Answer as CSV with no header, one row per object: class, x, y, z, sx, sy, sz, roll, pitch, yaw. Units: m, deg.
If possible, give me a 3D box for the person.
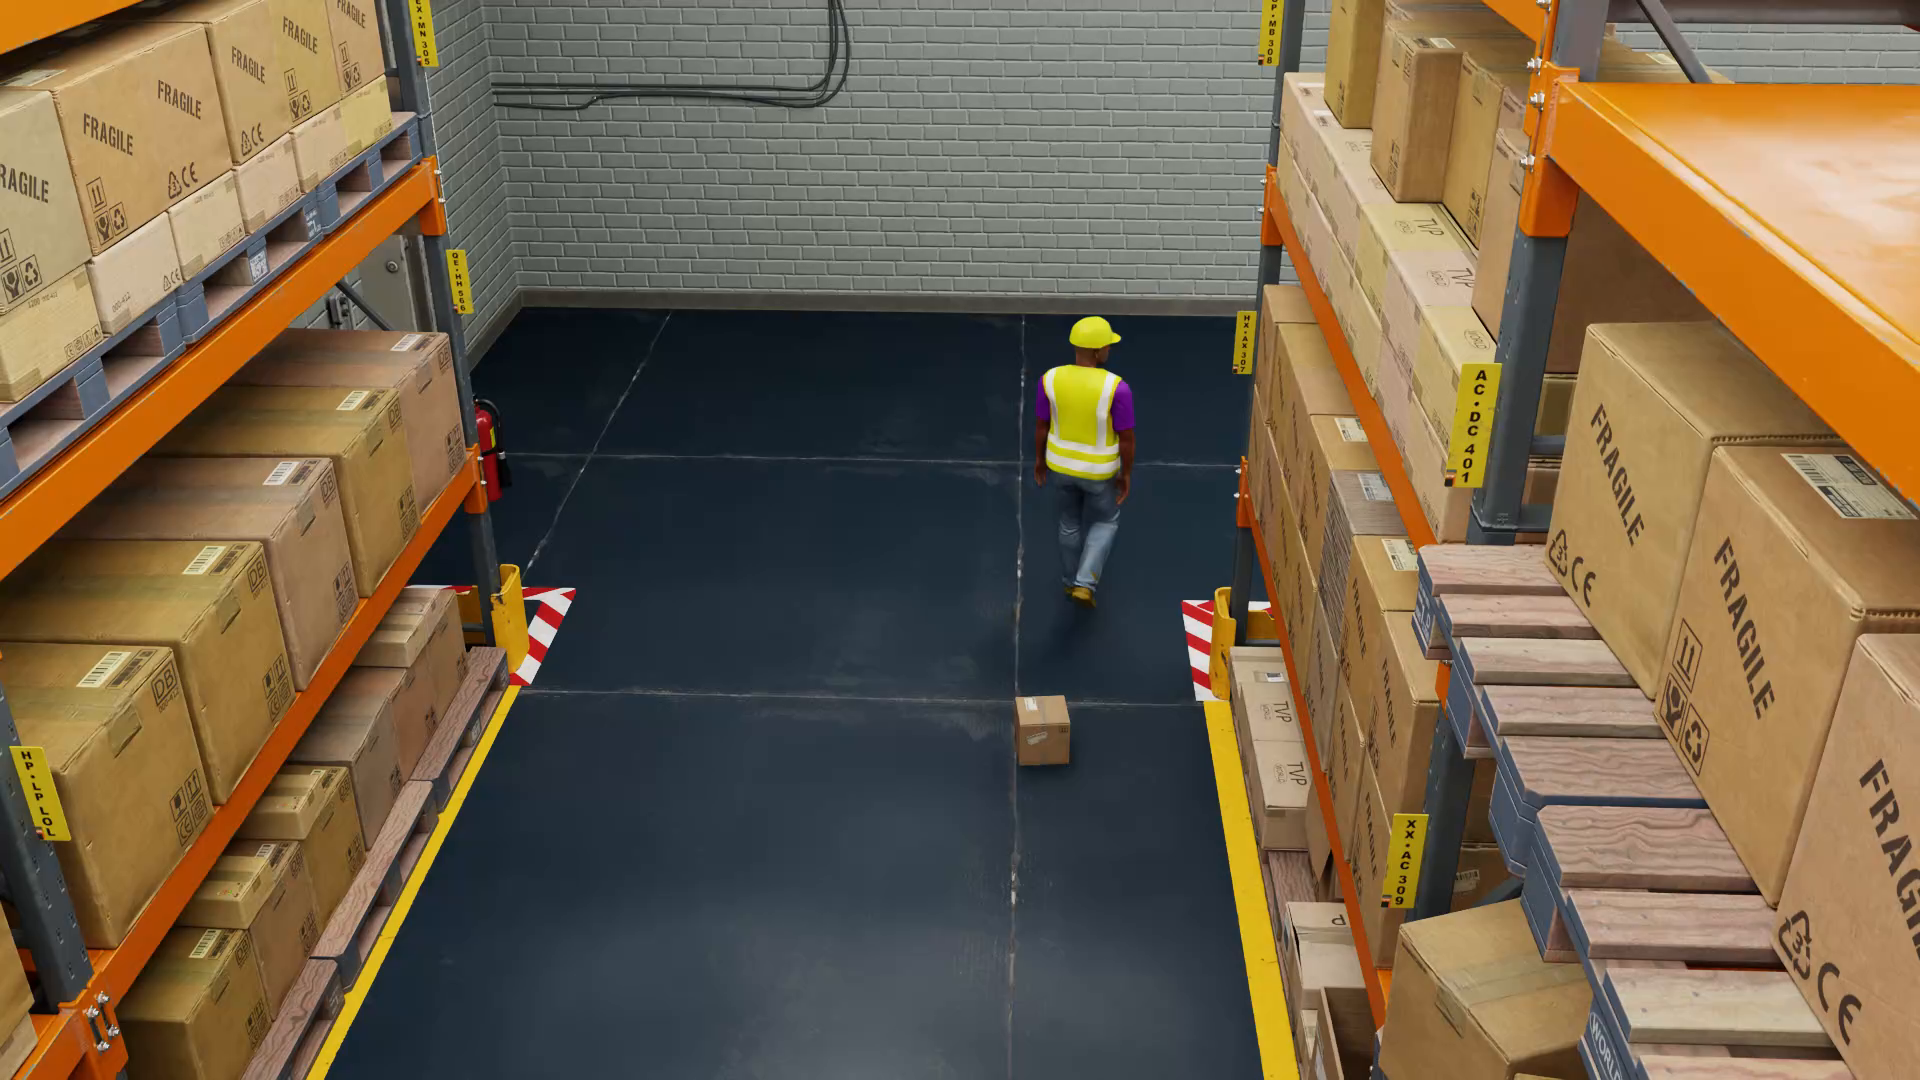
person,0.703,-0.426,9.367,0.603,1.761,0.650,10,29,18
